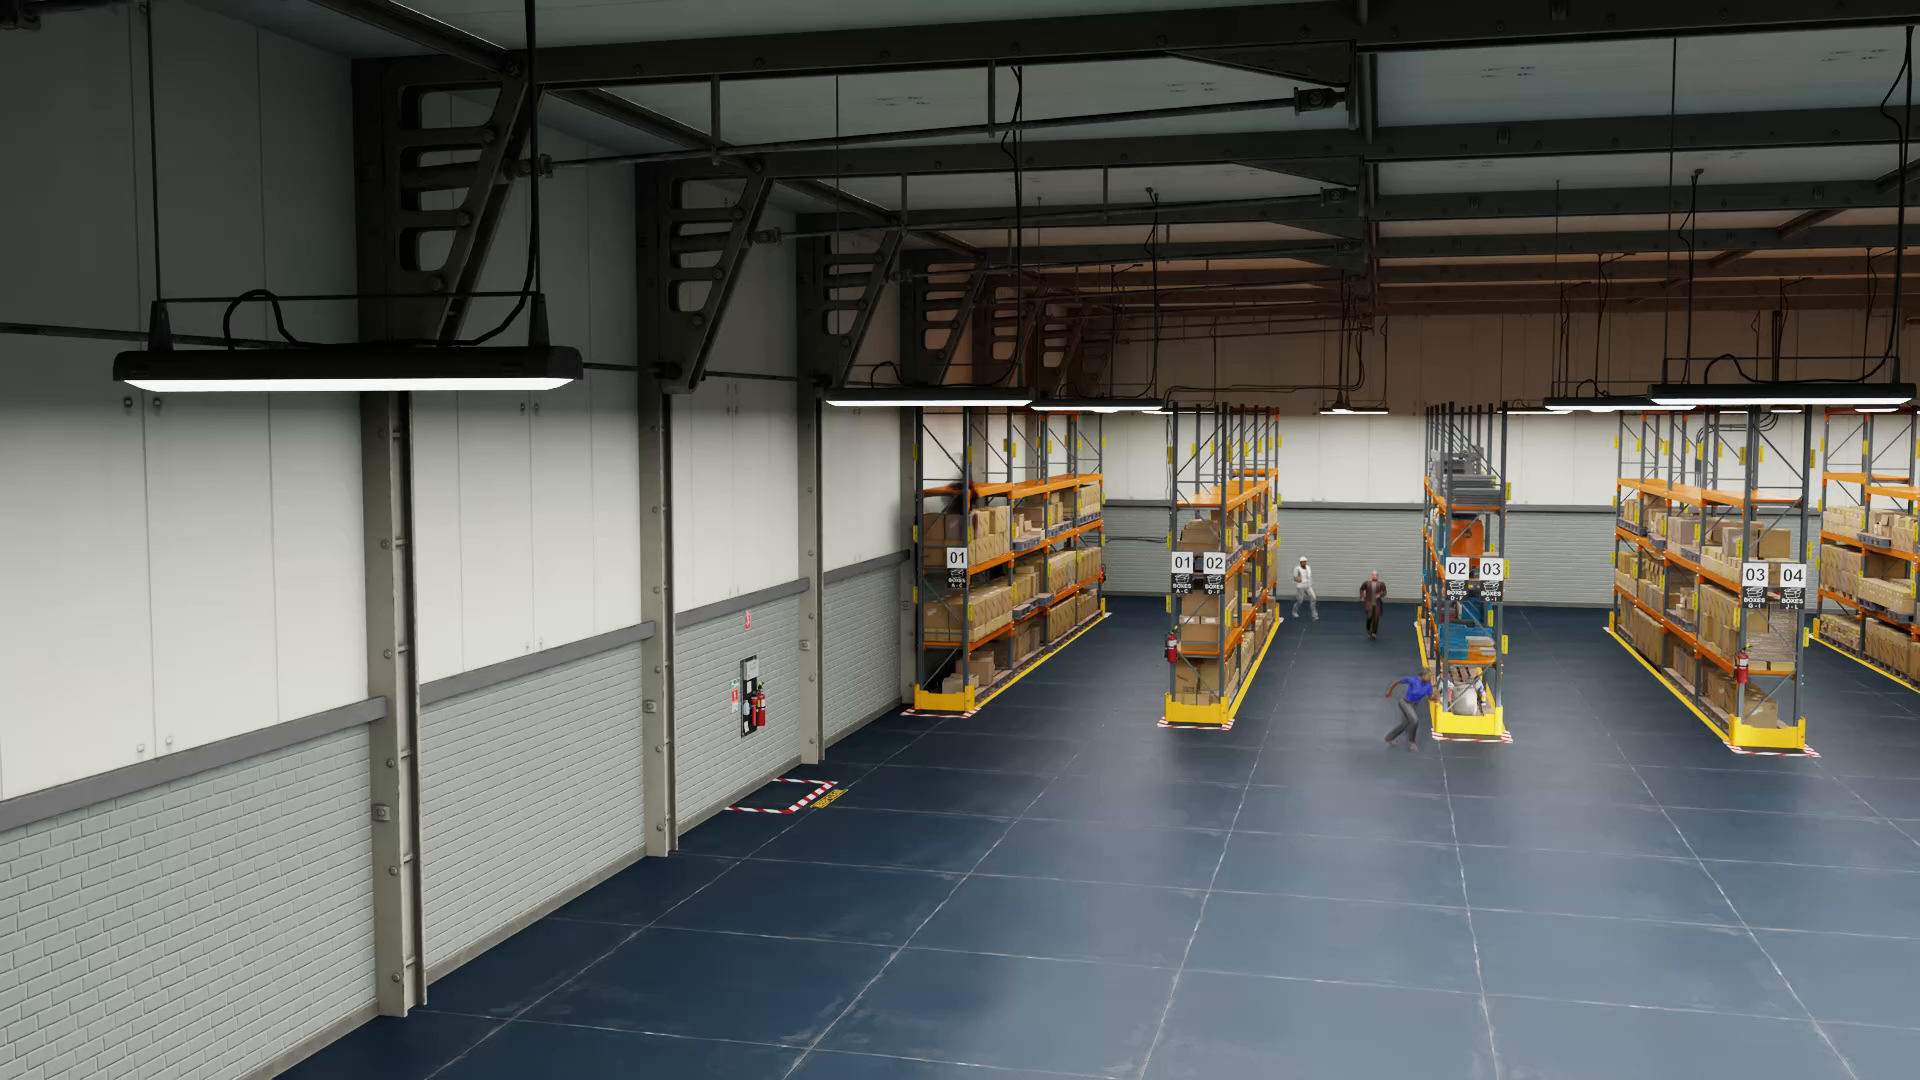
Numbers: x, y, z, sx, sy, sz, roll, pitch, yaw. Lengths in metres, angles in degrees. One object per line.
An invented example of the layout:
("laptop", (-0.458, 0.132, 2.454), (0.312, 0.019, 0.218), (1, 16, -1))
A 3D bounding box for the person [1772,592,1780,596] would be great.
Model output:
("person", (20.527, 1.836, 41.739), (0.652, 1.661, 0.763), (1, 4, 14))

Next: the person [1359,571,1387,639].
("person", (10.654, 1.673, 42.846), (0.672, 1.752, 0.717), (1, 4, 8))

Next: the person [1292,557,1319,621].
("person", (9.708, 1.373, 46.961), (0.693, 1.819, 0.842), (-2, 5, -29))

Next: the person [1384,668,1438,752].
("person", (7.748, 2.874, 28.539), (0.590, 1.456, 1.062), (-2, 5, -28))
